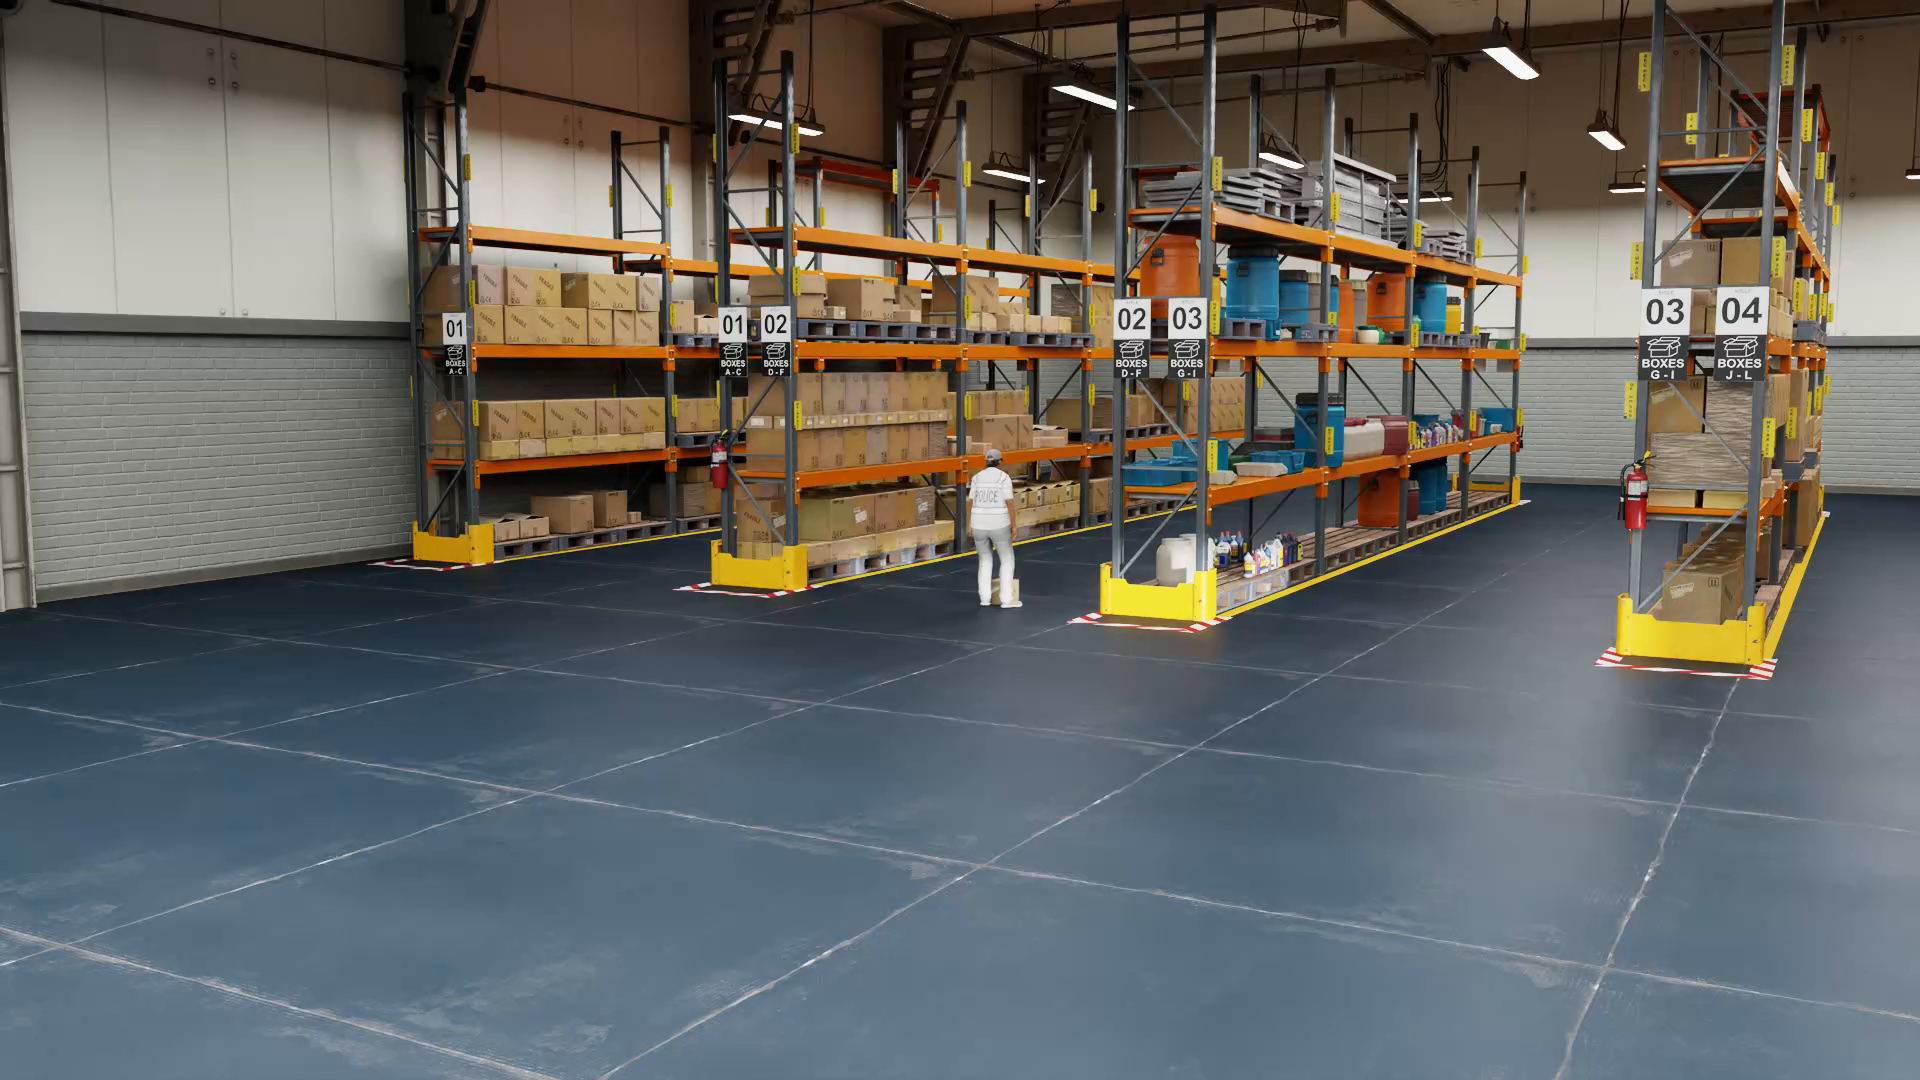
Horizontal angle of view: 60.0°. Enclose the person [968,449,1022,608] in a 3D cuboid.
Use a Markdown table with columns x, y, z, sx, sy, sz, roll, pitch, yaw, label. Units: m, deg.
| x | y | z | sx | sy | sz | roll | pitch | yaw | label |
| --- | --- | --- | --- | --- | --- | --- | --- | --- | --- |
| 0.364 | -0.127 | 17.546 | 0.561 | 1.665 | 0.470 | 3 | 7 | 25 | person |
